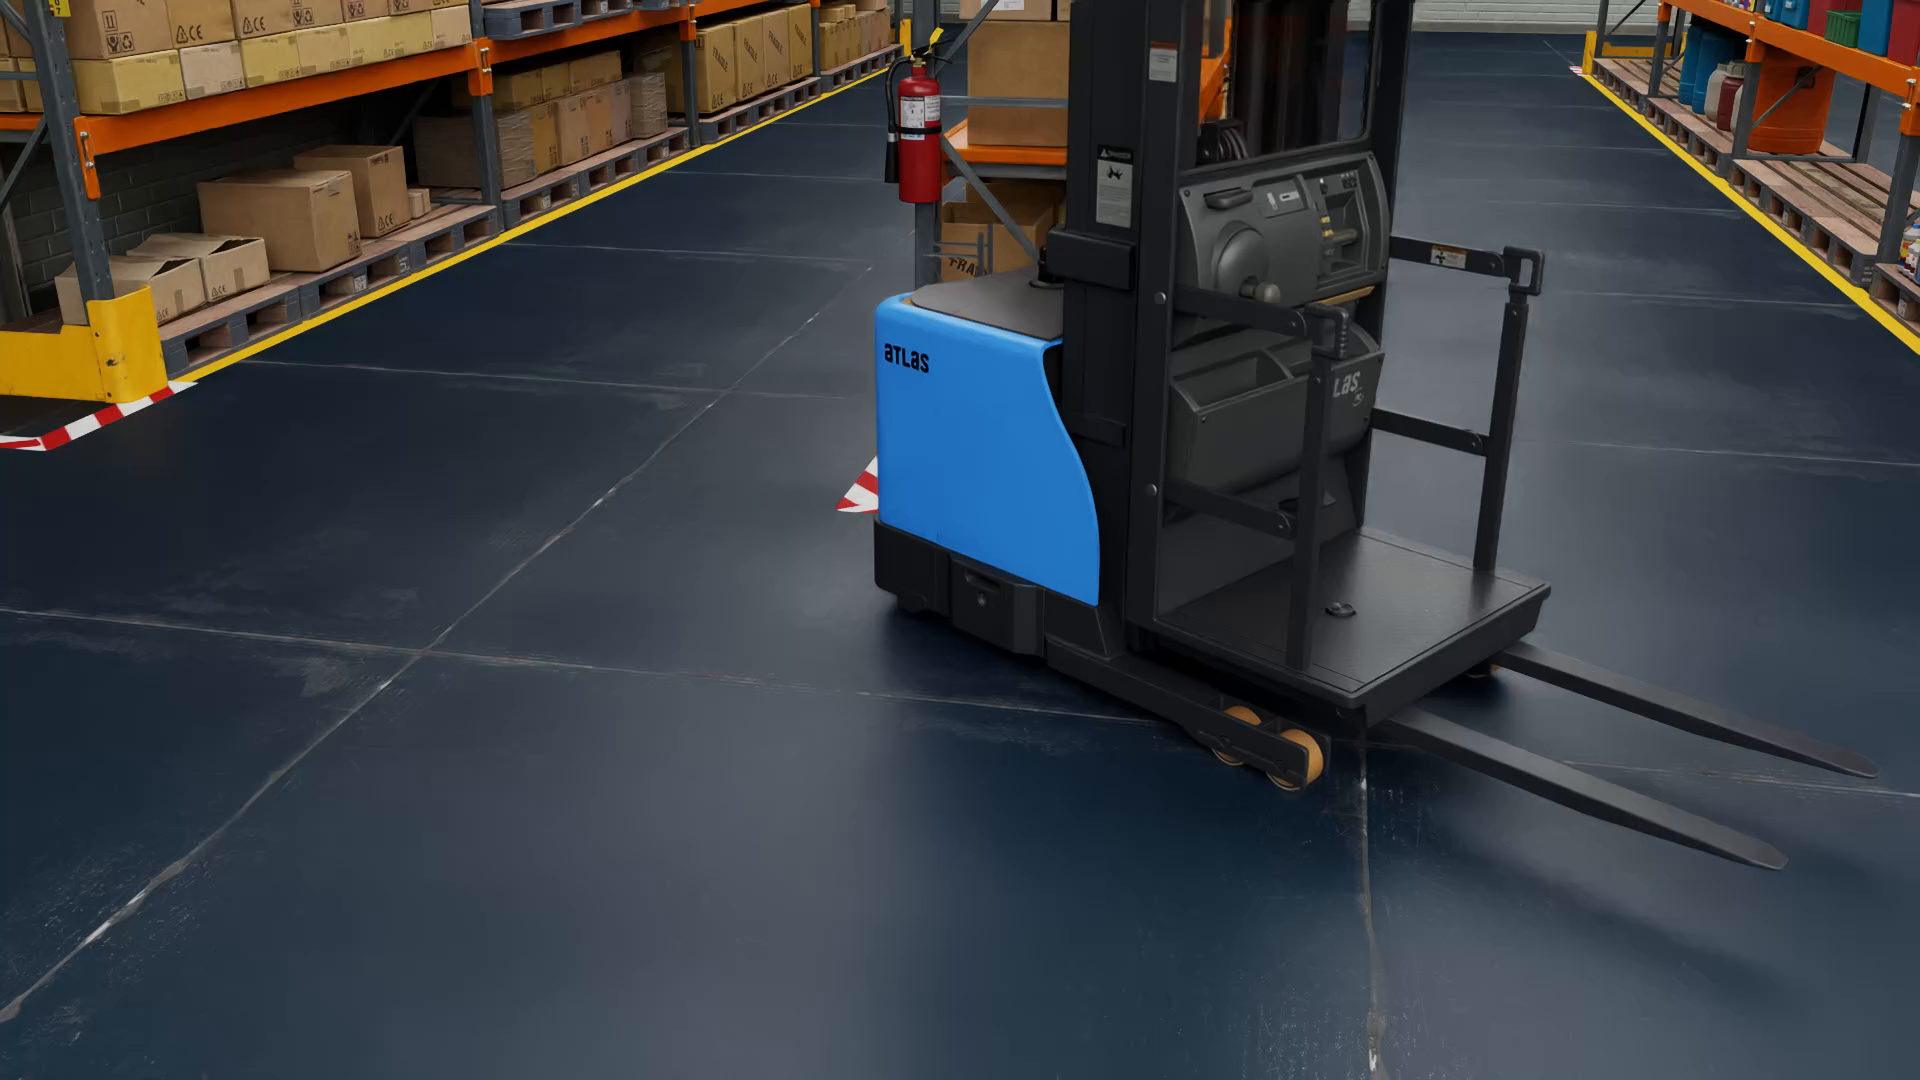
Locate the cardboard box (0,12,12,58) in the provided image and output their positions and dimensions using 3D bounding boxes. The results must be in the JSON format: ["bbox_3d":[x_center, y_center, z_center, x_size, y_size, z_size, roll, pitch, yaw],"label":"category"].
[{"bbox_3d":[-4.648,-2.598,7.959,0.500,0.500,0.500,4,22,10],"label":"cardboard box"}]

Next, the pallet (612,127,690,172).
[{"bbox_3d":[-3.064,-3.468,14.683,1.003,0.211,1.213,4,22,11],"label":"pallet"}]

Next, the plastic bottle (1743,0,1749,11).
[{"bbox_3d":[6.507,-4.503,13.676,0.061,0.283,0.133,4,22,11],"label":"plastic bottle"}]

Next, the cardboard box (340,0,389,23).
[{"bbox_3d":[-3.723,-3.309,9.726,0.500,0.500,0.500,4,22,9],"label":"cardboard box"}]

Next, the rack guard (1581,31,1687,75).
[{"bbox_3d":[8.420,-6.068,20.752,1.175,0.500,0.348,4,22,11],"label":"rack guard"}]

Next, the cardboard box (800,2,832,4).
[{"bbox_3d":[-1.795,-6.551,20.519,0.380,0.149,0.250,4,22,10],"label":"cardboard box"}]

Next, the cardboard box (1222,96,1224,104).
[{"bbox_3d":[1.876,-3.266,12.814,0.500,0.311,0.500,4,22,11],"label":"cardboard box"}]

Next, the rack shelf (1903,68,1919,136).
[{"bbox_3d":[5.571,-1.764,7.682,1.077,0.370,4.000,4,22,11],"label":"rack shelf"}]

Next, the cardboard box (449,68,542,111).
[{"bbox_3d":[-3.499,-3.409,12.556,0.500,0.250,0.500,4,22,10],"label":"cardboard box"}]

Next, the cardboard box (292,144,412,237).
[{"bbox_3d":[-3.892,-2.247,10.674,0.500,0.500,0.500,3,22,7],"label":"cardboard box"}]

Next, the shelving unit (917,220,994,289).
[{"bbox_3d":[-0.016,-0.556,6.129,0.258,1.200,0.189,4,22,11],"label":"shelving unit"}]

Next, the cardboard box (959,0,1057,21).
[{"bbox_3d":[0.206,-2.247,6.916,0.380,0.149,0.250,4,22,10],"label":"cardboard box"}]

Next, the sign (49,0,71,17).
[{"bbox_3d":[-4.005,-2.482,7.343,0.100,0.325,0.005,4,22,11],"label":"sign"}]

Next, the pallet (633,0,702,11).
[{"bbox_3d":[-2.945,-4.690,14.240,1.213,0.211,1.003,4,22,11],"label":"pallet"}]

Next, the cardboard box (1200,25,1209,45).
[{"bbox_3d":[1.512,-3.400,11.118,0.380,0.149,0.250,4,22,11],"label":"cardboard box"}]

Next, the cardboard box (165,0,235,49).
[{"bbox_3d":[-4.034,-2.741,8.315,0.500,0.500,0.500,5,22,11],"label":"cardboard box"}]

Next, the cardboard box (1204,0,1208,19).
[{"bbox_3d":[1.513,-3.910,11.914,0.500,0.500,0.500,4,22,11],"label":"cardboard box"}]

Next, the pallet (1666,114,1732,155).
[{"bbox_3d":[7.166,-3.735,15.346,1.003,0.211,1.213,4,22,11],"label":"pallet"}]

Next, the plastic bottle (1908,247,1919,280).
[{"bbox_3d":[5.443,-1.578,9.413,0.097,0.201,0.097,0,22,0],"label":"plastic bottle"}]

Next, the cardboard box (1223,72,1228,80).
[{"bbox_3d":[2.320,-3.861,14.681,0.500,0.500,0.500,5,23,13],"label":"cardboard box"}]

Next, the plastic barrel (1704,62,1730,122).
[{"bbox_3d":[7.137,-4.140,15.385,0.421,0.512,0.421,0,22,0],"label":"plastic barrel"}]

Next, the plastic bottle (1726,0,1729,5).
[{"bbox_3d":[6.668,-4.719,14.323,0.097,0.201,0.097,0,22,0],"label":"plastic bottle"}]

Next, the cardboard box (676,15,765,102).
[{"bbox_3d":[-2.440,-4.824,16.632,0.750,0.750,0.750,4,22,11],"label":"cardboard box"}]

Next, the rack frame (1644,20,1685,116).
[{"bbox_3d":[7.611,-5.755,16.629,1.000,3.000,0.127,4,22,11],"label":"rack frame"}]

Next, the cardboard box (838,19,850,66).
[{"bbox_3d":[-1.728,-5.995,20.008,0.700,0.500,0.500,4,22,10],"label":"cardboard box"}]

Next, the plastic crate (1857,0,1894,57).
[{"bbox_3d":[5.900,-3.249,10.428,0.392,0.384,0.575,4,22,11],"label":"plastic crate"}]

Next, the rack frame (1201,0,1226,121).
[{"bbox_3d":[1.131,-3.208,10.305,1.000,3.000,0.127,4,22,11],"label":"rack frame"}]

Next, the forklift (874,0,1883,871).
[{"bbox_3d":[1.089,-0.881,4.617,1.130,2.935,3.031,-20,29,-40],"label":"forklift"}]

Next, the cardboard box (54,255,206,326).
[{"bbox_3d":[-4.307,-1.325,8.638,0.500,0.311,0.500,2,22,5],"label":"cardboard box"}]

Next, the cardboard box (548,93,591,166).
[{"bbox_3d":[-3.386,-3.276,13.230,0.700,0.500,0.500,5,22,12],"label":"cardboard box"}]

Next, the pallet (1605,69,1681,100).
[{"bbox_3d":[7.970,-5.181,18.936,1.003,0.211,1.213,4,22,11],"label":"pallet"}]

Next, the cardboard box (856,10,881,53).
[{"bbox_3d":[-1.418,-6.562,21.416,0.700,0.500,0.500,4,22,11],"label":"cardboard box"}]

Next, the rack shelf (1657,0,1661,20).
[{"bbox_3d":[8.020,-6.153,18.579,1.077,0.370,4.000,4,22,11],"label":"rack shelf"}]

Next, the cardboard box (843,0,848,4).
[{"bbox_3d":[-1.640,-6.830,21.213,0.380,0.149,0.250,5,22,11],"label":"cardboard box"}]

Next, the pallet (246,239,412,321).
[{"bbox_3d":[-4.069,-1.595,10.032,1.003,0.211,1.213,4,22,11],"label":"pallet"}]

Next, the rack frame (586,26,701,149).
[{"bbox_3d":[-2.903,-5.048,14.871,1.000,3.000,0.127,4,22,11],"label":"rack frame"}]

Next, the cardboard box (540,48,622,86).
[{"bbox_3d":[-3.177,-3.969,13.947,0.500,0.250,0.500,5,22,12],"label":"cardboard box"}]

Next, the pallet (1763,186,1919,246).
[{"bbox_3d":[6.348,-2.274,11.717,1.003,0.211,1.213,4,22,11],"label":"pallet"}]

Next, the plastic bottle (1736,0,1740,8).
[{"bbox_3d":[6.588,-4.610,13.956,0.097,0.271,0.097,0,22,0],"label":"plastic bottle"}]

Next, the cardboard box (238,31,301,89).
[{"bbox_3d":[-3.924,-2.593,8.950,0.500,0.250,0.500,4,22,10],"label":"cardboard box"}]

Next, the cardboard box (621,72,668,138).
[{"bbox_3d":[-2.999,-3.825,14.593,0.700,0.500,0.500,5,22,12],"label":"cardboard box"}]

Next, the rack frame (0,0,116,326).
[{"bbox_3d":[-4.536,-2.122,7.607,1.000,3.000,0.127,4,22,11],"label":"rack frame"}]

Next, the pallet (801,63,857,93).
[{"bbox_3d":[-1.855,-5.489,19.700,1.003,0.211,1.213,4,22,11],"label":"pallet"}]

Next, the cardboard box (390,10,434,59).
[{"bbox_3d":[-3.629,-3.146,10.325,0.500,0.250,0.500,5,22,11],"label":"cardboard box"}]

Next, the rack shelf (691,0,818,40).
[{"bbox_3d":[-2.495,-5.445,16.822,1.077,0.370,4.000,4,22,11],"label":"rack shelf"}]

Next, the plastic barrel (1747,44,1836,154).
[{"bbox_3d":[6.878,-3.661,13.771,0.600,0.830,0.708,4,22,11],"label":"plastic barrel"}]

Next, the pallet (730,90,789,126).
[{"bbox_3d":[-2.418,-4.482,17.199,1.003,0.211,1.213,4,22,11],"label":"pallet"}]

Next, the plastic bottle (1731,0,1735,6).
[{"bbox_3d":[6.628,-4.681,14.133,0.097,0.271,0.097,0,22,0],"label":"plastic bottle"}]

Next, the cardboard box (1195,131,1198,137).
[{"bbox_3d":[1.137,-2.107,9.686,0.500,0.500,0.500,4,22,11],"label":"cardboard box"}]

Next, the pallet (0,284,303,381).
[{"bbox_3d":[-4.320,-1.151,8.928,1.003,0.211,1.213,4,22,11],"label":"pallet"}]

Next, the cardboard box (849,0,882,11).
[{"bbox_3d":[-1.215,-6.892,21.366,0.380,0.149,0.250,5,22,12],"label":"cardboard box"}]

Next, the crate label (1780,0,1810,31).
[{"bbox_3d":[6.328,-3.966,12.139,0.502,0.435,0.616,4,22,11],"label":"crate label"}]

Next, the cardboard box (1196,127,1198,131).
[{"bbox_3d":[1.566,-2.703,11.417,0.500,0.311,0.500,4,22,10],"label":"cardboard box"}]
